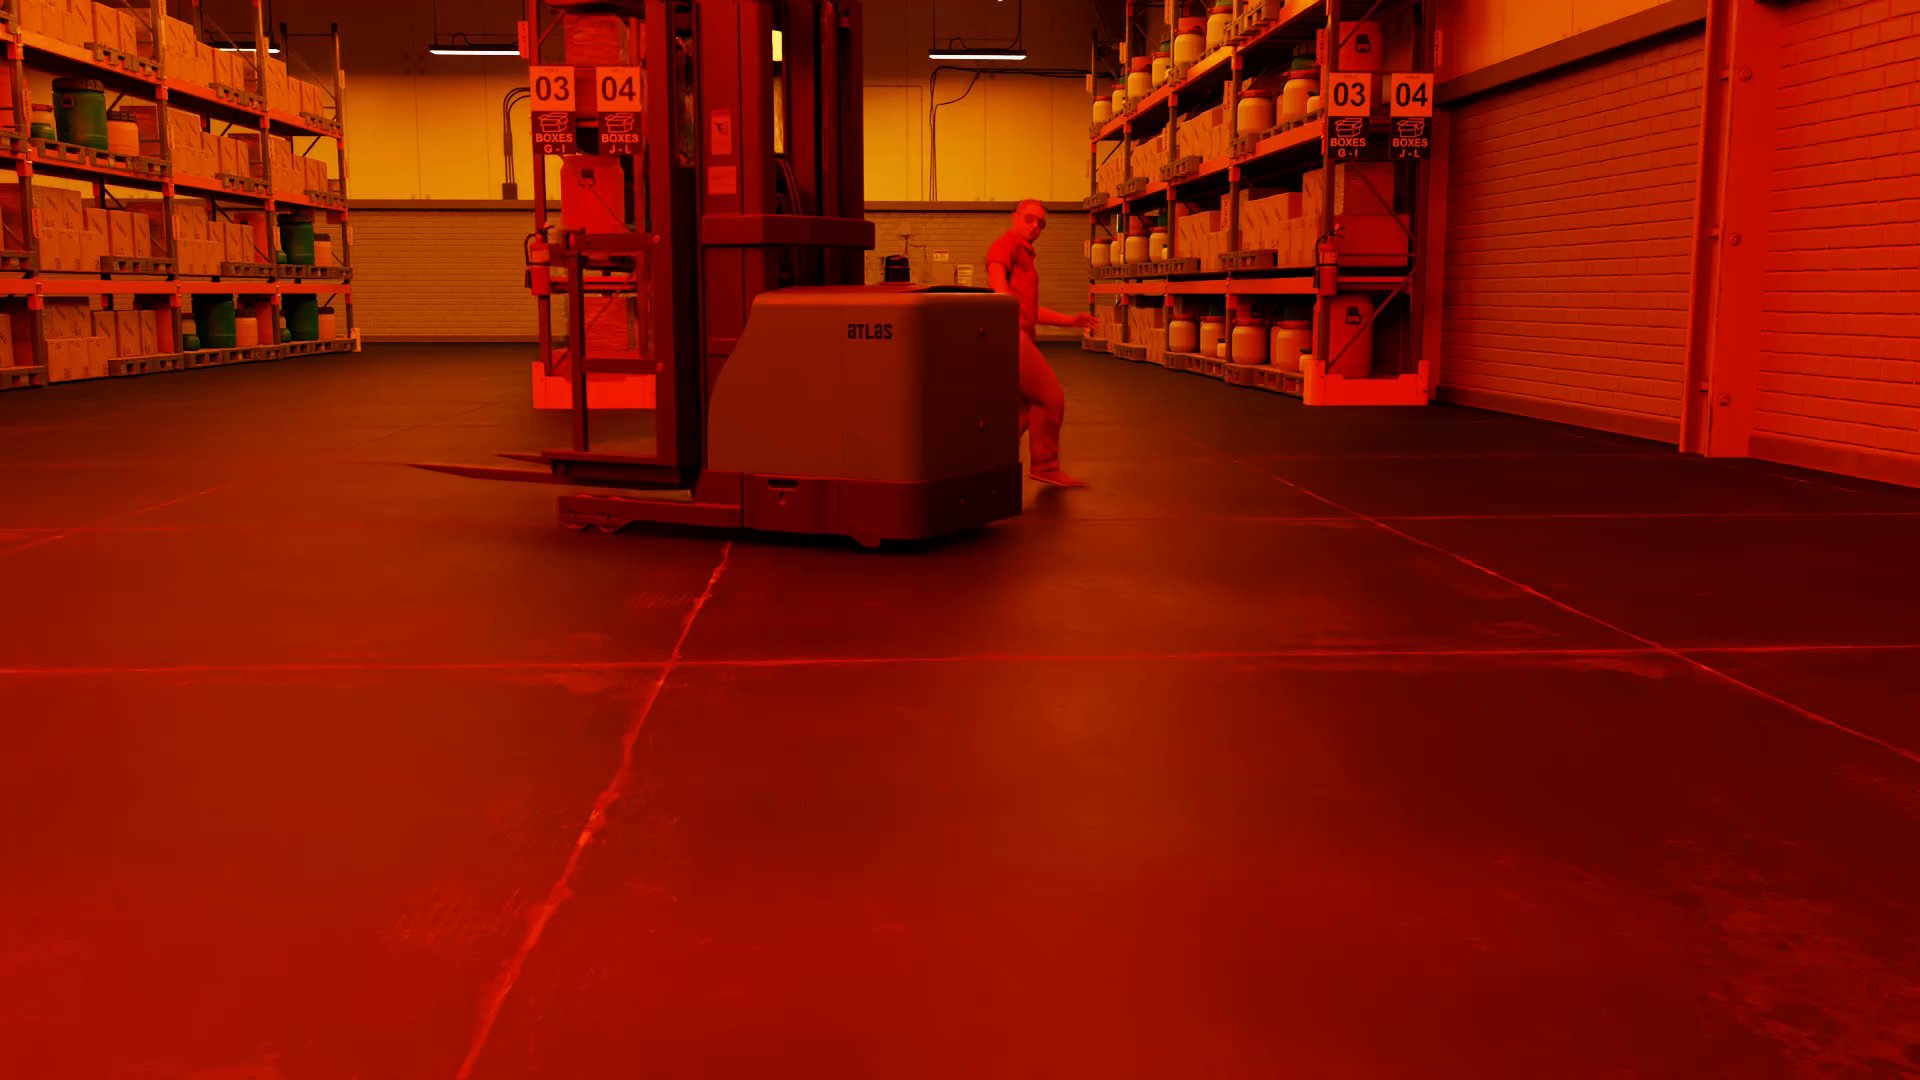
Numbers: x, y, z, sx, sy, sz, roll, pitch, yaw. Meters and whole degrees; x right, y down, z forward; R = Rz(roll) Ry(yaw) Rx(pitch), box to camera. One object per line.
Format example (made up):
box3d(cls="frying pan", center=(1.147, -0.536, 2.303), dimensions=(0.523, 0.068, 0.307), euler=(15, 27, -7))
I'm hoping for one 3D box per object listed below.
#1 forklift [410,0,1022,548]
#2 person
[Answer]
box3d(cls="forklift", center=(-1.261, -1.545, 7.733), dimensions=(3.031, 2.935, 1.130), euler=(4, 10, 28))
box3d(cls="person", center=(0.413, -1.049, 9.068), dimensions=(0.824, 1.604, 0.794), euler=(-3, 9, -19))
